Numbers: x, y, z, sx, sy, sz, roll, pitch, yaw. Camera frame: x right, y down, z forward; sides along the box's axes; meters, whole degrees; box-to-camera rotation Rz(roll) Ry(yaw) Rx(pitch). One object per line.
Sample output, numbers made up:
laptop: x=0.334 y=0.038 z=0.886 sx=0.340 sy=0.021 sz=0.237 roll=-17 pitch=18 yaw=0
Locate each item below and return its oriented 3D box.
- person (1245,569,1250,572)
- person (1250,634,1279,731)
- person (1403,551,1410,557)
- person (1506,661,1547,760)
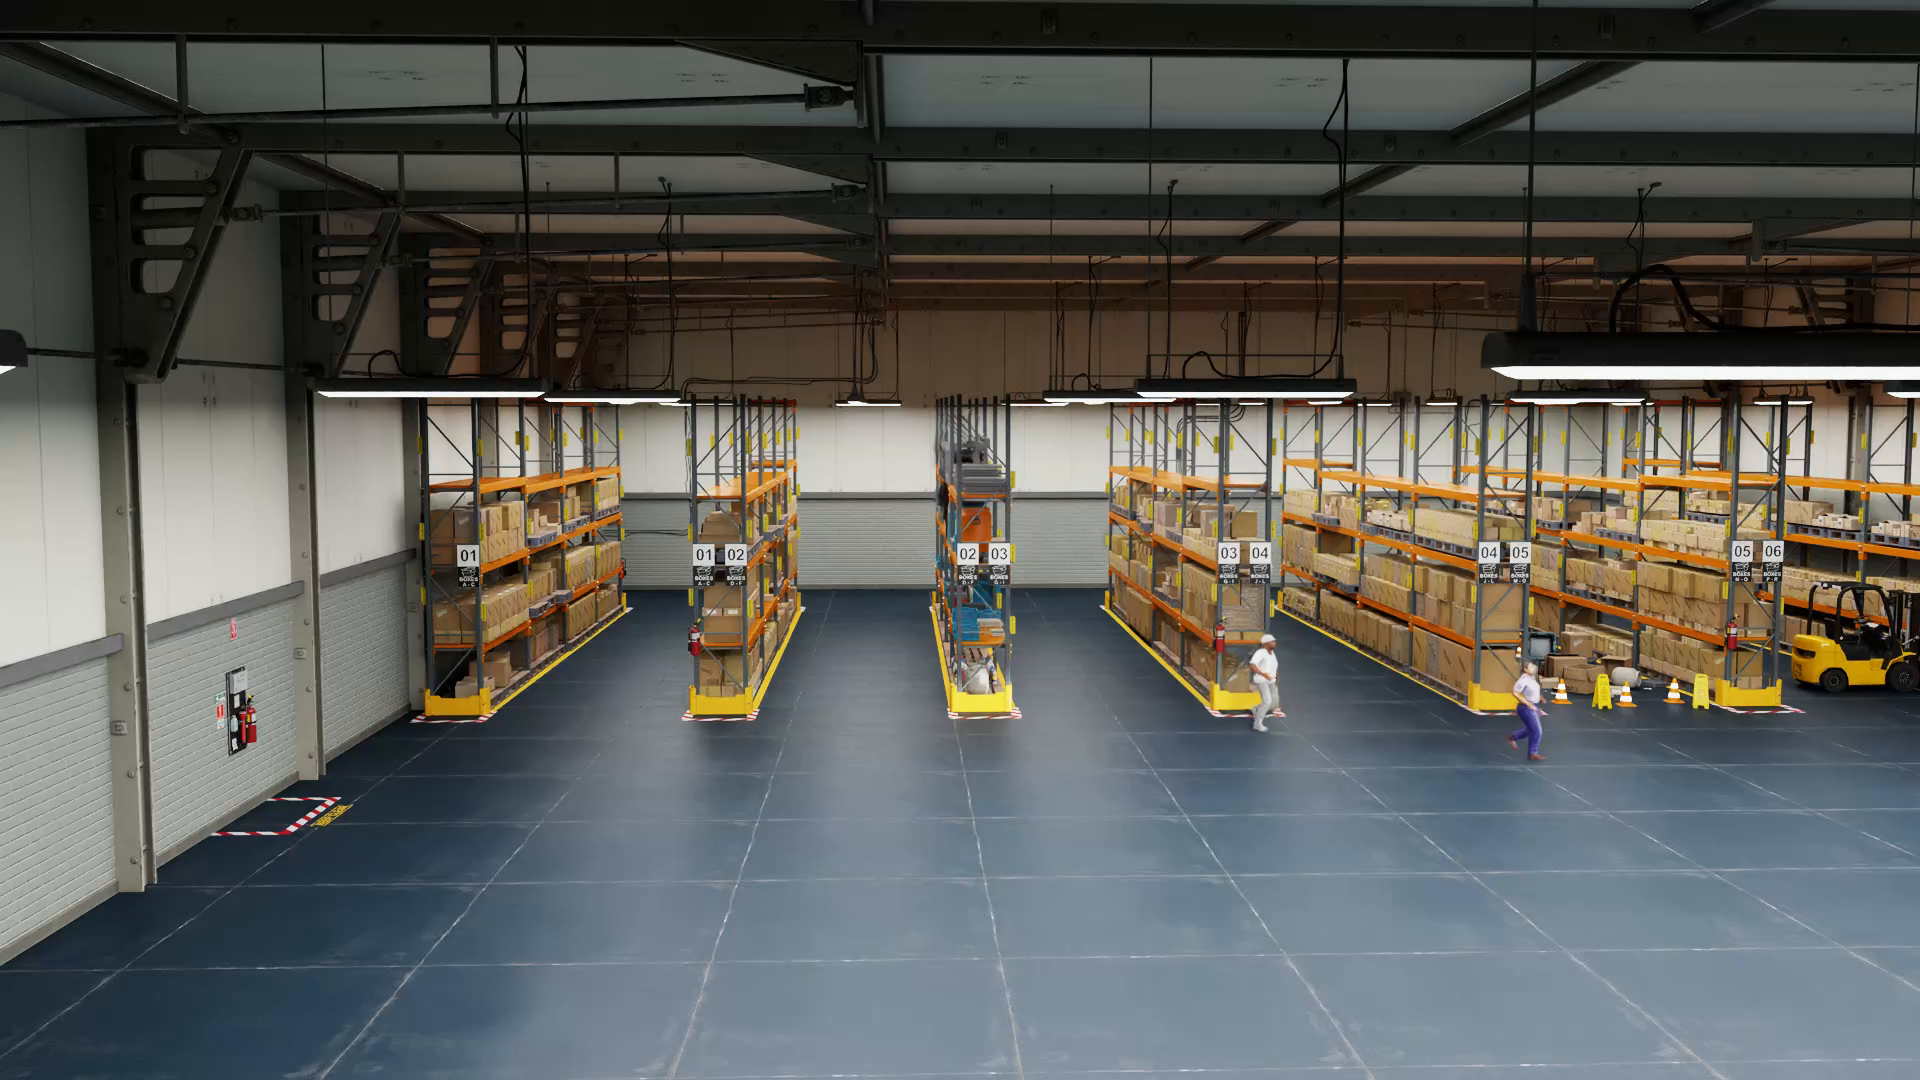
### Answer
person: x=8.037 y=1.243 z=45.596 sx=0.670 sy=1.789 sz=0.989 roll=0 pitch=4 yaw=1
person: x=5.478 y=2.536 z=29.873 sx=0.563 sy=1.685 sz=0.704 roll=4 pitch=6 yaw=43
person: x=13.255 y=0.985 z=49.268 sx=0.550 sy=1.743 sz=0.693 roll=0 pitch=4 yaw=1
person: x=9.278 y=2.778 z=27.275 sx=0.687 sy=1.599 sz=0.613 roll=3 pitch=6 yaw=38
